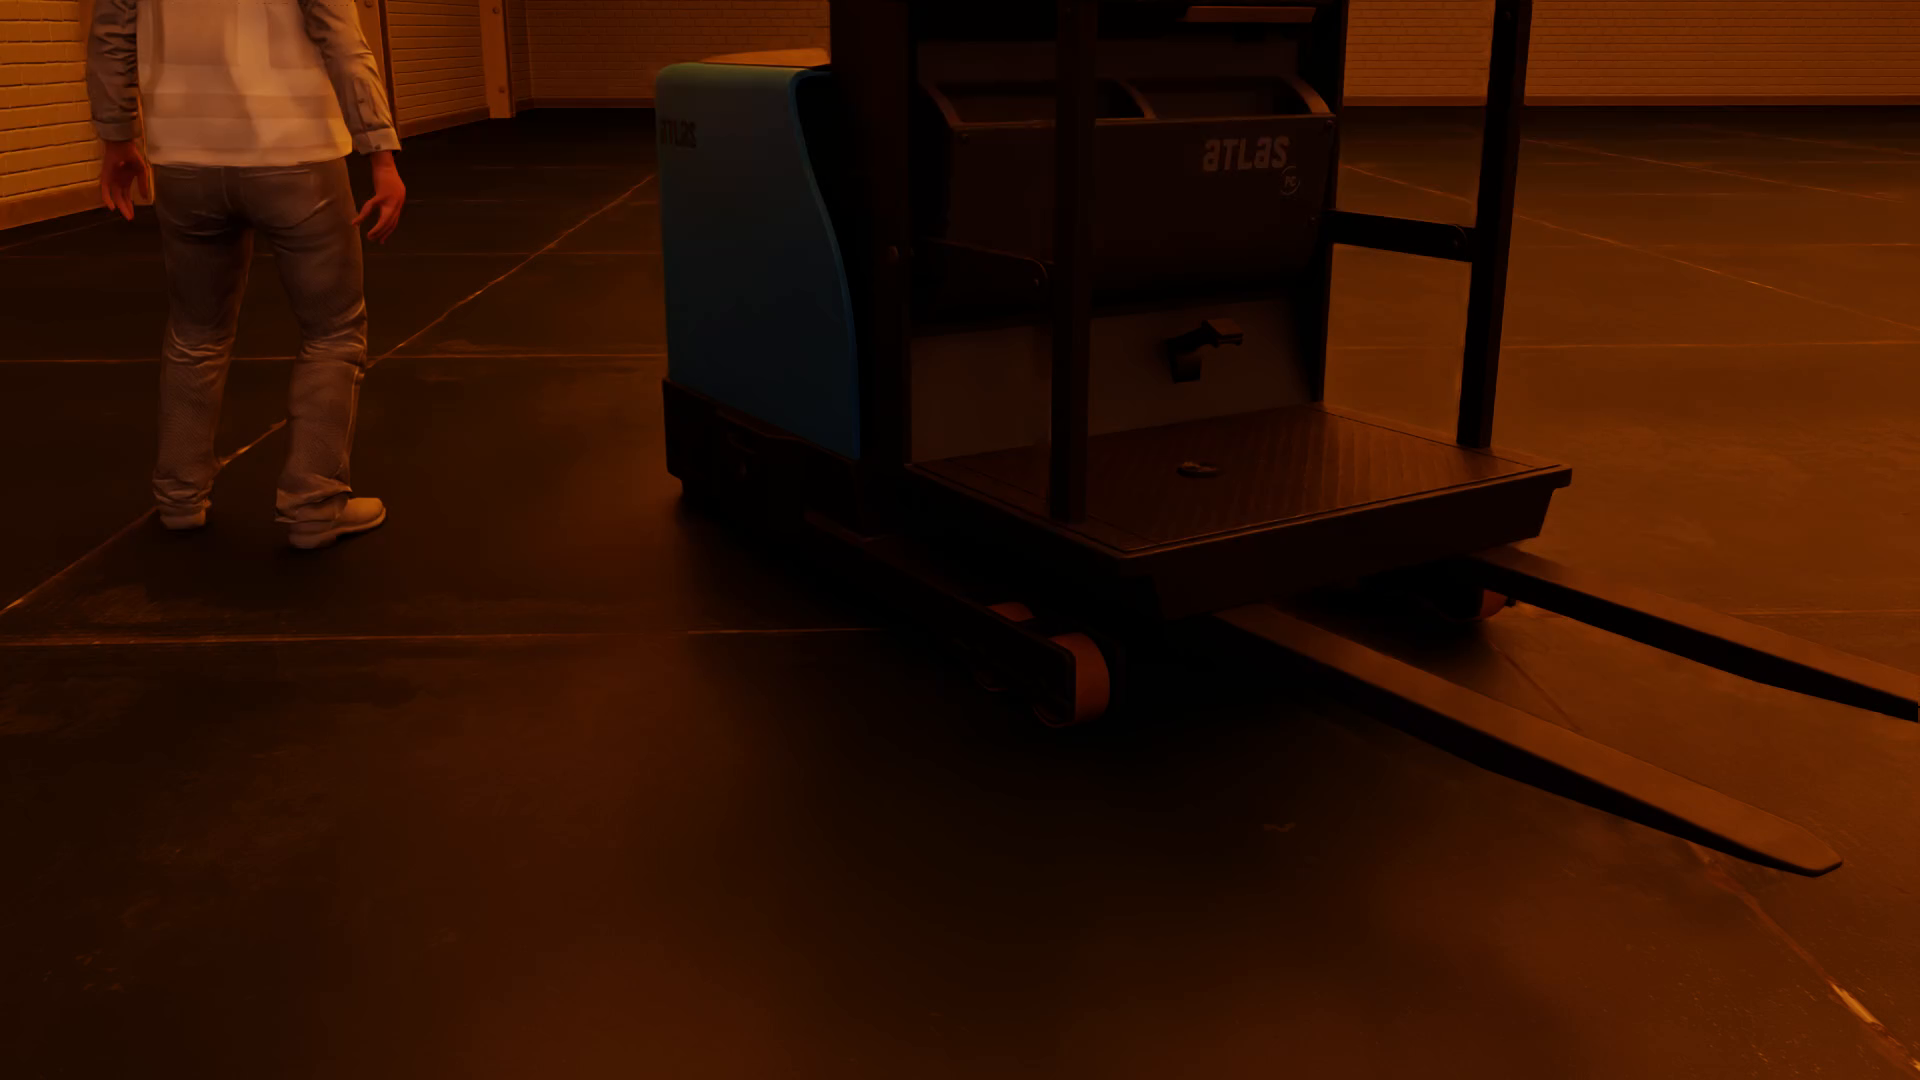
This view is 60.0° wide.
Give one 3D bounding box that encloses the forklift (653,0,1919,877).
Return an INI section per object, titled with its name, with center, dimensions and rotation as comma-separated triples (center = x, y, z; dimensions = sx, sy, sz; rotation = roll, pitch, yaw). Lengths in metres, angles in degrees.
[forklift]
center = 0.457, -1.233, 2.938
dimensions = 1.130, 2.935, 3.031
rotation = -10, 20, -31

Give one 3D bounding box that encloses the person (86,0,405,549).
[person]
center = -1.614, -0.869, 3.780
dimensions = 0.814, 1.746, 0.438
rotation = 3, 17, 8
